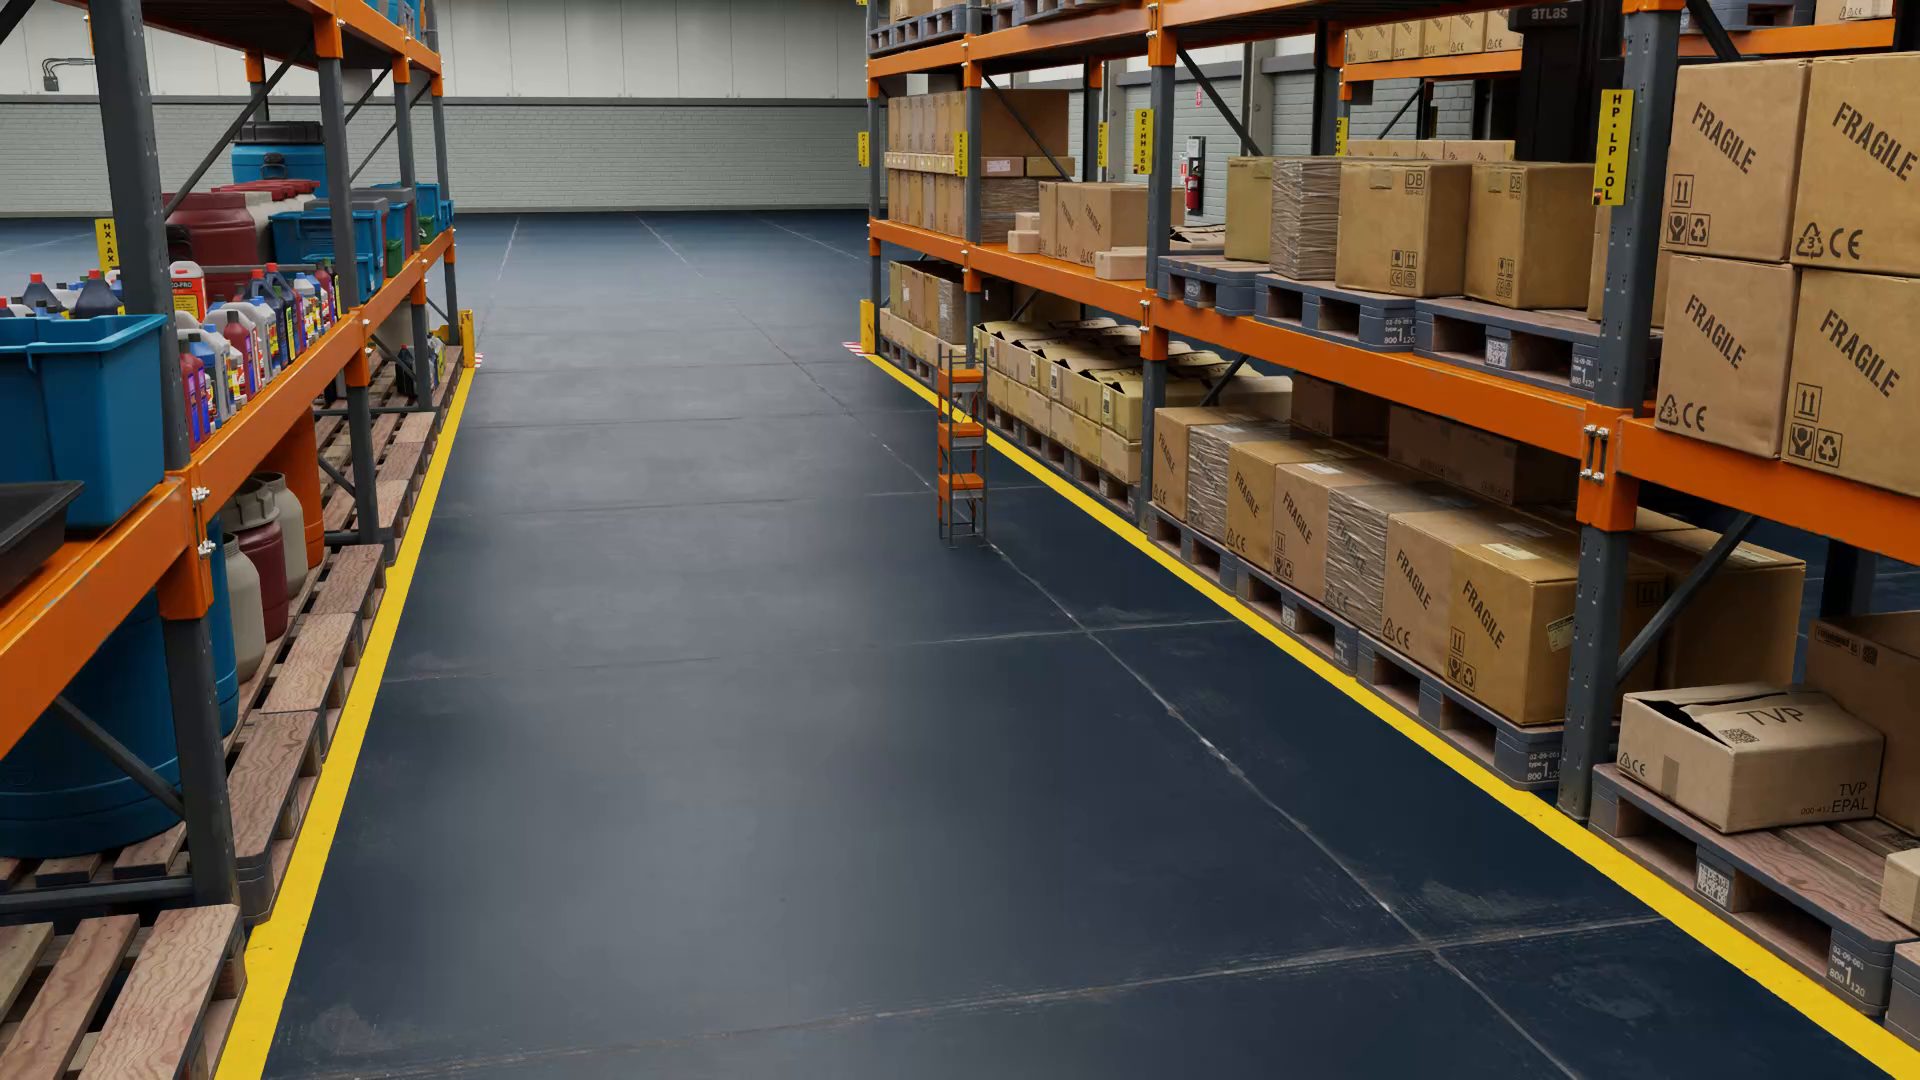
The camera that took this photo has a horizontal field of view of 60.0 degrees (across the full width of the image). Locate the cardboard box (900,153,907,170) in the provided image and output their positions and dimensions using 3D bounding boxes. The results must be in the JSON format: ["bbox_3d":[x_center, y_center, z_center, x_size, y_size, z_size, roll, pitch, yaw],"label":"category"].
[{"bbox_3d":[-0.332,-3.455,15.169,0.380,0.149,0.250,-4,14,-14],"label":"cardboard box"}]

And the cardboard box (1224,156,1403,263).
[{"bbox_3d":[1.742,-1.638,8.216,0.700,0.500,0.500,-9,16,-32],"label":"cardboard box"}]

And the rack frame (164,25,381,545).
[{"bbox_3d":[-3.331,-1.249,7.720,1.000,3.000,0.127,-3,14,-13],"label":"rack frame"}]

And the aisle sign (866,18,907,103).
[{"bbox_3d":[-0.707,-4.631,16.085,0.394,0.787,0.004,-3,14,-13],"label":"aisle sign"}]

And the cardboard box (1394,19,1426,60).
[{"bbox_3d":[4.473,-4.826,15.787,0.500,0.500,0.500,-3,14,-11],"label":"cardboard box"}]

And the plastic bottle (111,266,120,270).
[{"bbox_3d":[-3.511,-0.996,6.931,0.061,0.283,0.133,-3,14,-13],"label":"plastic bottle"}]

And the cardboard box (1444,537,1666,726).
[{"bbox_3d":[2.030,0.301,5.715,0.500,0.500,0.500,-3,14,-13],"label":"cardboard box"}]

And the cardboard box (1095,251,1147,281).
[{"bbox_3d":[1.005,-1.595,9.663,0.380,0.149,0.250,-3,14,-13],"label":"cardboard box"}]

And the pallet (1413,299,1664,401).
[{"bbox_3d":[2.342,-0.699,5.872,1.003,0.211,1.213,-3,14,-13],"label":"pallet"}]

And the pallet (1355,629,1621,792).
[{"bbox_3d":[2.196,0.567,6.160,1.003,0.211,1.213,-3,14,-13],"label":"pallet"}]

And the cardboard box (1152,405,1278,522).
[{"bbox_3d":[1.314,-0.403,8.596,0.500,0.500,0.500,-3,14,-11],"label":"cardboard box"}]

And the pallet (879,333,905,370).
[{"bbox_3d":[-0.174,-1.841,16.019,1.003,0.211,1.213,-3,14,-13],"label":"pallet"}]

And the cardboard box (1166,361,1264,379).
[{"bbox_3d":[1.515,-0.923,10.113,0.500,0.311,0.500,-4,14,-15],"label":"cardboard box"}]

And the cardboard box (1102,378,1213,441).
[{"bbox_3d":[1.122,-0.772,9.495,0.500,0.311,0.500,-3,14,-12],"label":"cardboard box"}]

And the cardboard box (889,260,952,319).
[{"bbox_3d":[-0.365,-2.351,15.560,0.500,0.500,0.500,-3,14,-13],"label":"cardboard box"}]

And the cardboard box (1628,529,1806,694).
[{"bbox_3d":[2.547,0.274,5.827,0.500,0.500,0.500,-4,14,-16],"label":"cardboard box"}]

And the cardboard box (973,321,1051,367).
[{"bbox_3d":[0.400,-1.479,12.387,0.500,0.311,0.500,-3,14,-13],"label":"cardboard box"}]

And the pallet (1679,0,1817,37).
[{"bbox_3d":[5.647,-3.703,11.838,1.213,0.211,1.003,-3,14,-13],"label":"pallet"}]

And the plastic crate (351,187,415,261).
[{"bbox_3d":[-3.859,-2.109,11.102,0.402,0.464,0.583,-3,14,-13],"label":"plastic crate"}]

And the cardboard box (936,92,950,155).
[{"bbox_3d":[0.198,-3.460,13.826,0.700,0.500,0.500,-3,14,-13],"label":"cardboard box"}]

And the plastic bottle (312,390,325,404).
[{"bbox_3d":[-4.659,-1.093,12.049,0.097,0.201,0.097,0,14,0],"label":"plastic bottle"}]

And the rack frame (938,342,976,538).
[{"bbox_3d":[-0.016,-0.526,8.867,0.200,1.050,0.008,-3,14,-13],"label":"rack frame"}]

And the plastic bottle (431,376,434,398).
[{"bbox_3d":[-3.943,-1.148,12.274,0.097,0.201,0.097,0,14,0],"label":"plastic bottle"}]

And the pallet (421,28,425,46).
[{"bbox_3d":[-5.111,-4.264,14.137,1.003,0.211,1.213,-3,14,-13],"label":"pallet"}]

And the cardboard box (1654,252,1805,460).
[{"bbox_3d":[2.279,-0.518,4.515,0.500,0.500,0.500,-3,14,-12],"label":"cardboard box"}]

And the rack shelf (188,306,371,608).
[{"bbox_3d":[-2.861,-0.438,5.917,1.077,0.370,4.000,-3,14,-13],"label":"rack shelf"}]

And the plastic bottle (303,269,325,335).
[{"bbox_3d":[-2.712,-0.991,6.936,0.097,0.271,0.097,0,14,0],"label":"plastic bottle"}]

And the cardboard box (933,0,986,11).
[{"bbox_3d":[-0.004,-4.317,13.308,0.380,0.149,0.250,-3,14,-13],"label":"cardboard box"}]

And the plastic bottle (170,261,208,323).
[{"bbox_3d":[-3.396,-1.080,7.288,0.152,0.276,0.135,-3,14,-13],"label":"plastic bottle"}]

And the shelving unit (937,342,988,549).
[{"bbox_3d":[0.013,-0.498,8.752,0.215,1.050,0.252,-3,14,-13],"label":"shelving unit"}]

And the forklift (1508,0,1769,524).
[{"bbox_3d":[3.797,-1.545,9.074,3.031,2.935,1.130,8,16,29],"label":"forklift"}]

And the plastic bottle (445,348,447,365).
[{"bbox_3d":[-4.353,-1.550,13.920,0.097,0.201,0.097,0,14,0],"label":"plastic bottle"}]

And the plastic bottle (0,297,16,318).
[{"bbox_3d":[-2.829,-0.547,4.950,0.144,0.351,0.185,-3,14,-13],"label":"plastic bottle"}]

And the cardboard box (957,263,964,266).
[{"bbox_3d":[0.270,-2.266,15.209,0.500,0.500,0.500,-3,14,-13],"label":"cardboard box"}]

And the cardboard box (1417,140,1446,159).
[{"bbox_3d":[4.594,-3.469,15.499,0.500,0.500,0.500,-3,14,-11],"label":"cardboard box"}]

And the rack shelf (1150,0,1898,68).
[{"bbox_3d":[1.954,-2.171,6.688,1.077,0.370,4.000,-3,14,-13],"label":"rack shelf"}]

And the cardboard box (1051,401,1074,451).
[{"bbox_3d":[0.884,-0.736,10.526,0.500,0.250,0.500,-3,14,-12],"label":"cardboard box"}]

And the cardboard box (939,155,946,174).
[{"bbox_3d":[0.036,-3.097,13.704,0.380,0.149,0.250,-3,14,-13],"label":"cardboard box"}]

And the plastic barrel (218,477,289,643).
[{"bbox_3d":[-2.934,0.091,6.432,0.600,0.588,0.708,-3,14,-13],"label":"plastic barrel"}]

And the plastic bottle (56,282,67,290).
[{"bbox_3d":[-3.317,-0.806,6.150,0.061,0.283,0.133,-3,14,-13],"label":"plastic bottle"}]

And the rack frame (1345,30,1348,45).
[{"bbox_3d":[4.420,-6.561,16.823,1.000,3.000,0.127,-3,14,-13],"label":"rack frame"}]

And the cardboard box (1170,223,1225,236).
[{"bbox_3d":[1.463,-1.698,9.746,0.500,0.311,0.500,-3,14,-14],"label":"cardboard box"}]

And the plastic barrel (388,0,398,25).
[{"bbox_3d":[-3.940,-3.768,10.651,0.600,0.901,0.708,-3,14,-13],"label":"plastic barrel"}]

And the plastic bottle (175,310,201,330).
[{"bbox_3d":[-2.495,-0.599,5.322,0.152,0.276,0.135,-3,14,-13],"label":"plastic bottle"}]

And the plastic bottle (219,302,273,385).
[{"bbox_3d":[-2.402,-0.661,5.575,0.152,0.276,0.135,-3,14,-13],"label":"plastic bottle"}]

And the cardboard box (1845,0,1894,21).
[{"bbox_3d":[5.867,-3.376,10.251,0.500,0.311,0.500,-3,14,-13],"label":"cardboard box"}]

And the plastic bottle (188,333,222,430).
[{"bbox_3d":[-2.162,-0.451,4.725,0.097,0.271,0.097,0,14,0],"label":"plastic bottle"}]

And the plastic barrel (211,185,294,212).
[{"bbox_3d":[-3.985,-1.736,9.427,0.433,0.535,0.433,0,14,0],"label":"plastic barrel"}]

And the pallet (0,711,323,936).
[{"bbox_3d":[-2.532,0.848,5.012,1.003,0.211,1.213,-3,14,-13],"label":"pallet"}]

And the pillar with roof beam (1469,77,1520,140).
[{"bbox_3d":[1.241,-6.208,15.377,9.100,9.000,0.400,-3,14,-13],"label":"pillar with roof beam"}]

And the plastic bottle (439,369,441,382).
[{"bbox_3d":[-4.145,-1.346,13.085,0.097,0.201,0.097,0,14,0],"label":"plastic bottle"}]

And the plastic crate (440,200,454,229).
[{"bbox_3d":[-4.802,-2.924,14.888,0.499,0.251,0.616,-3,14,-13],"label":"plastic crate"}]

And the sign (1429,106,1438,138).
[{"bbox_3d":[4.964,-4.389,17.468,0.100,0.325,0.005,-3,14,-13],"label":"sign"}]

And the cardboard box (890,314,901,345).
[{"bbox_3d":[-0.364,-1.987,15.649,0.500,0.250,0.500,-3,14,-13],"label":"cardboard box"}]

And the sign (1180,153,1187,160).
[{"bbox_3d":[3.436,-5.897,25.551,0.001,0.109,0.331,-3,14,-13],"label":"sign"}]

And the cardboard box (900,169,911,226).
[{"bbox_3d":[-0.169,-3.189,15.451,0.700,0.500,0.500,-3,14,-12],"label":"cardboard box"}]

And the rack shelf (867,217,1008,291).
[{"bbox_3d":[0.075,-2.559,14.598,1.077,0.370,4.000,-3,14,-13],"label":"rack shelf"}]
